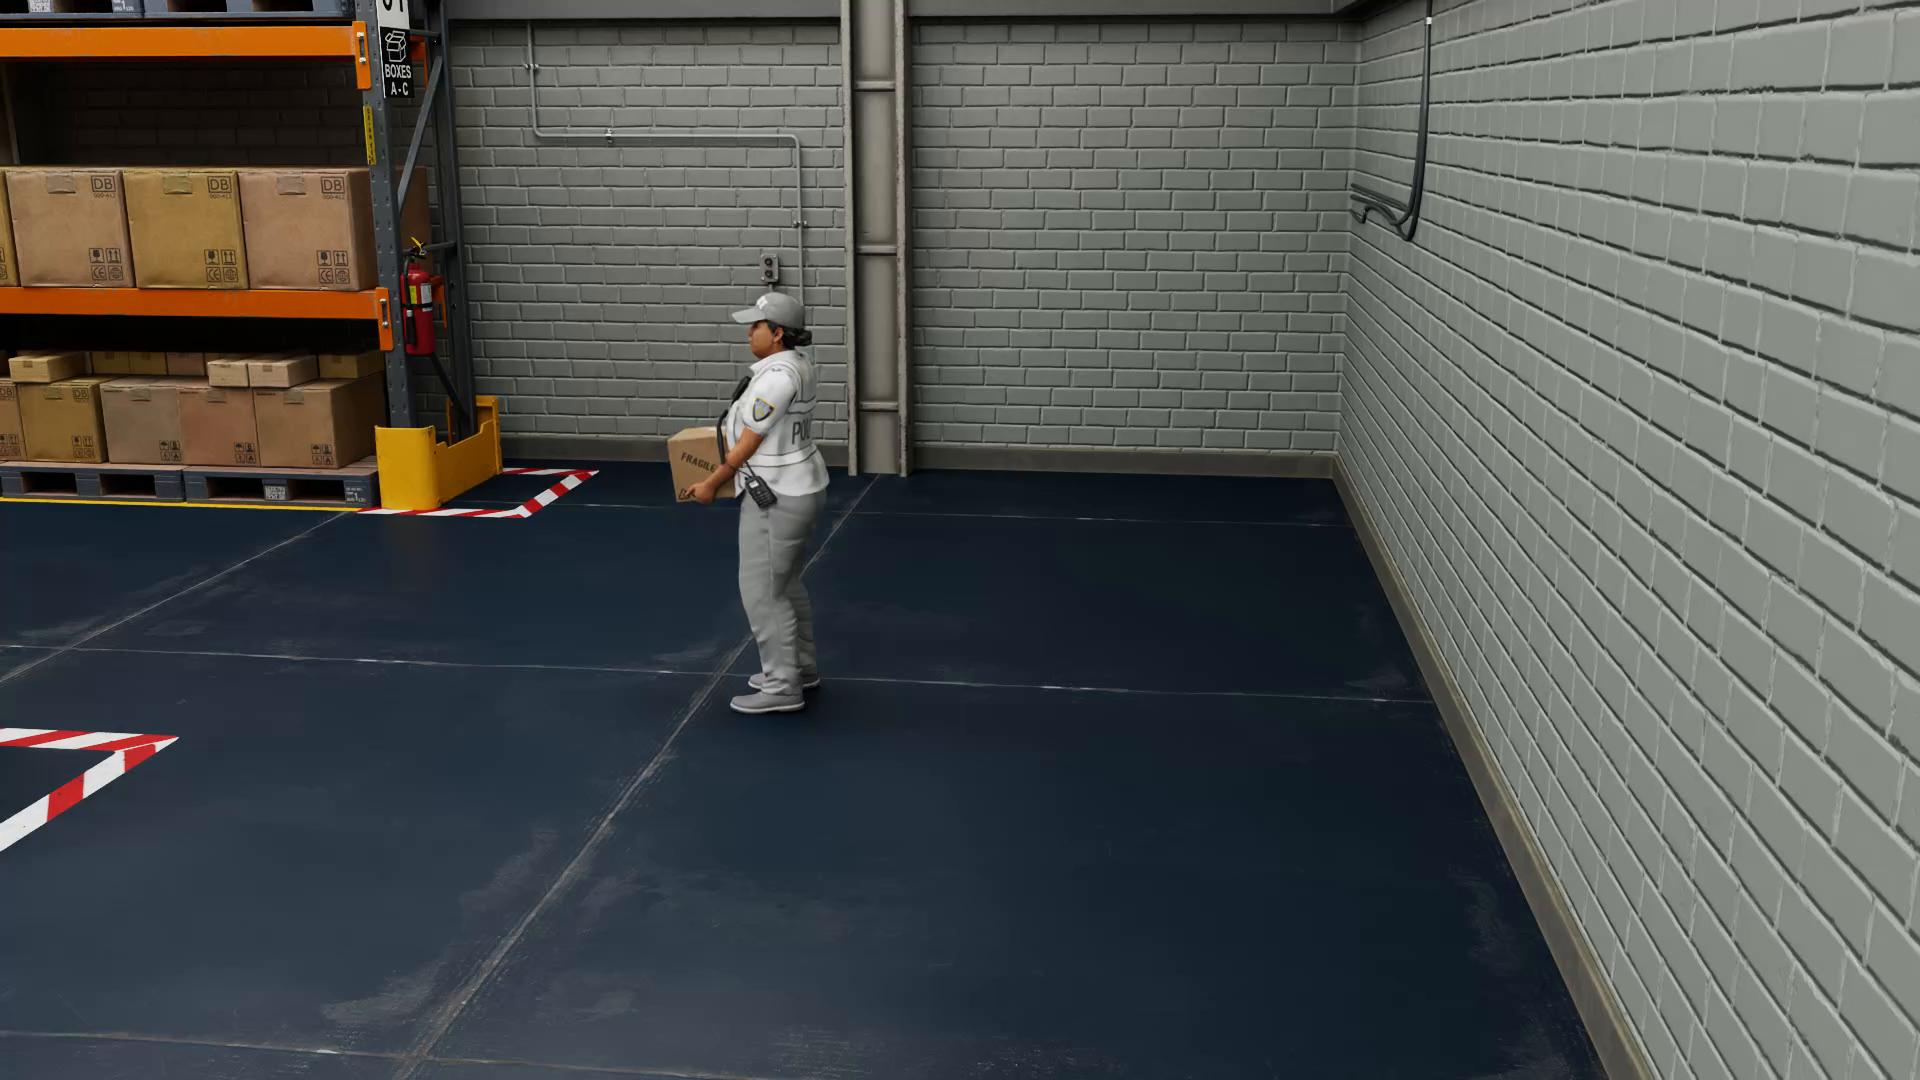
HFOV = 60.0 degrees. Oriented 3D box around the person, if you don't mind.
[{"bbox_3d":[-0.796,-0.151,6.609,0.539,1.662,0.452,2,14,6],"label":"person"}]
